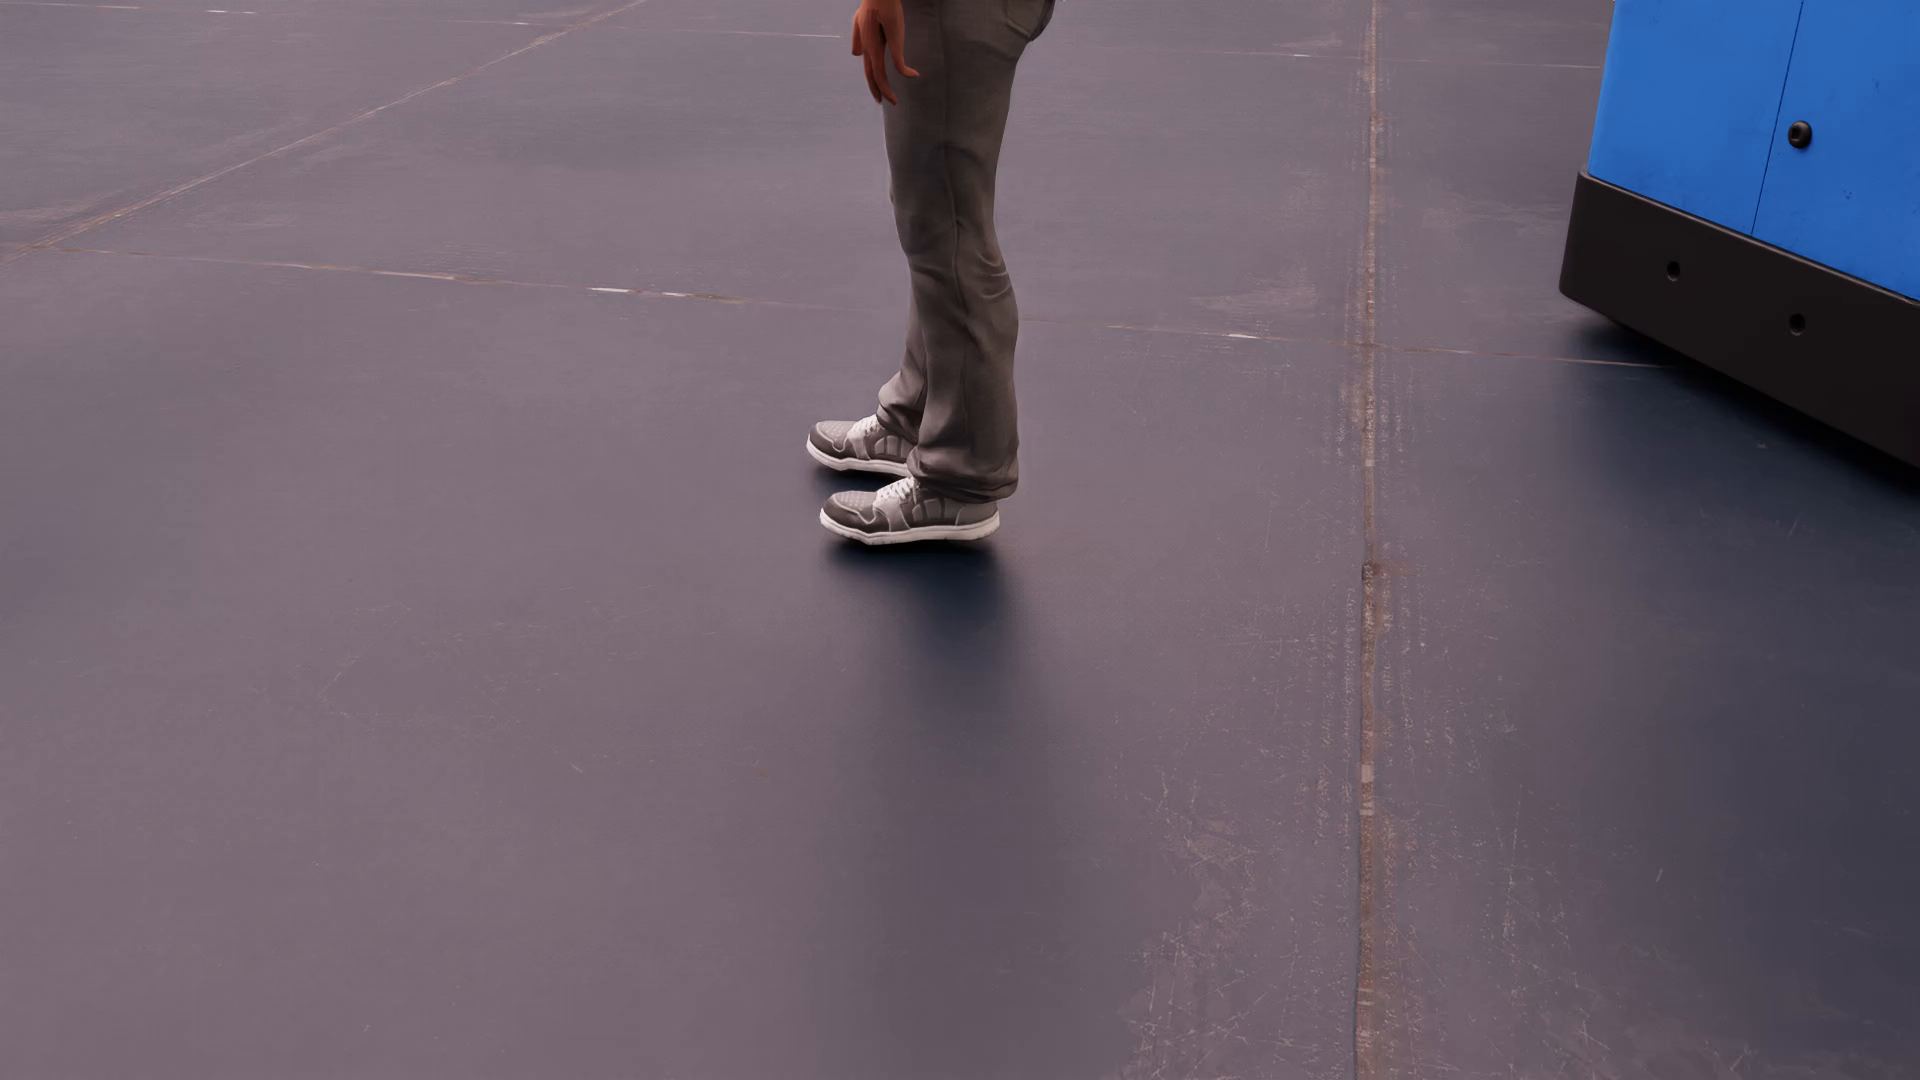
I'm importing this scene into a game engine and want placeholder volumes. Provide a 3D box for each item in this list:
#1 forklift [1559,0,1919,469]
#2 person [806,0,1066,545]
[{"bbox_3d":[2.773,-1.754,2.722,3.031,2.935,1.130,-8,28,-16],"label":"forklift"},{"bbox_3d":[-0.069,-0.733,2.164,0.475,1.596,0.521,6,27,11],"label":"person"}]
